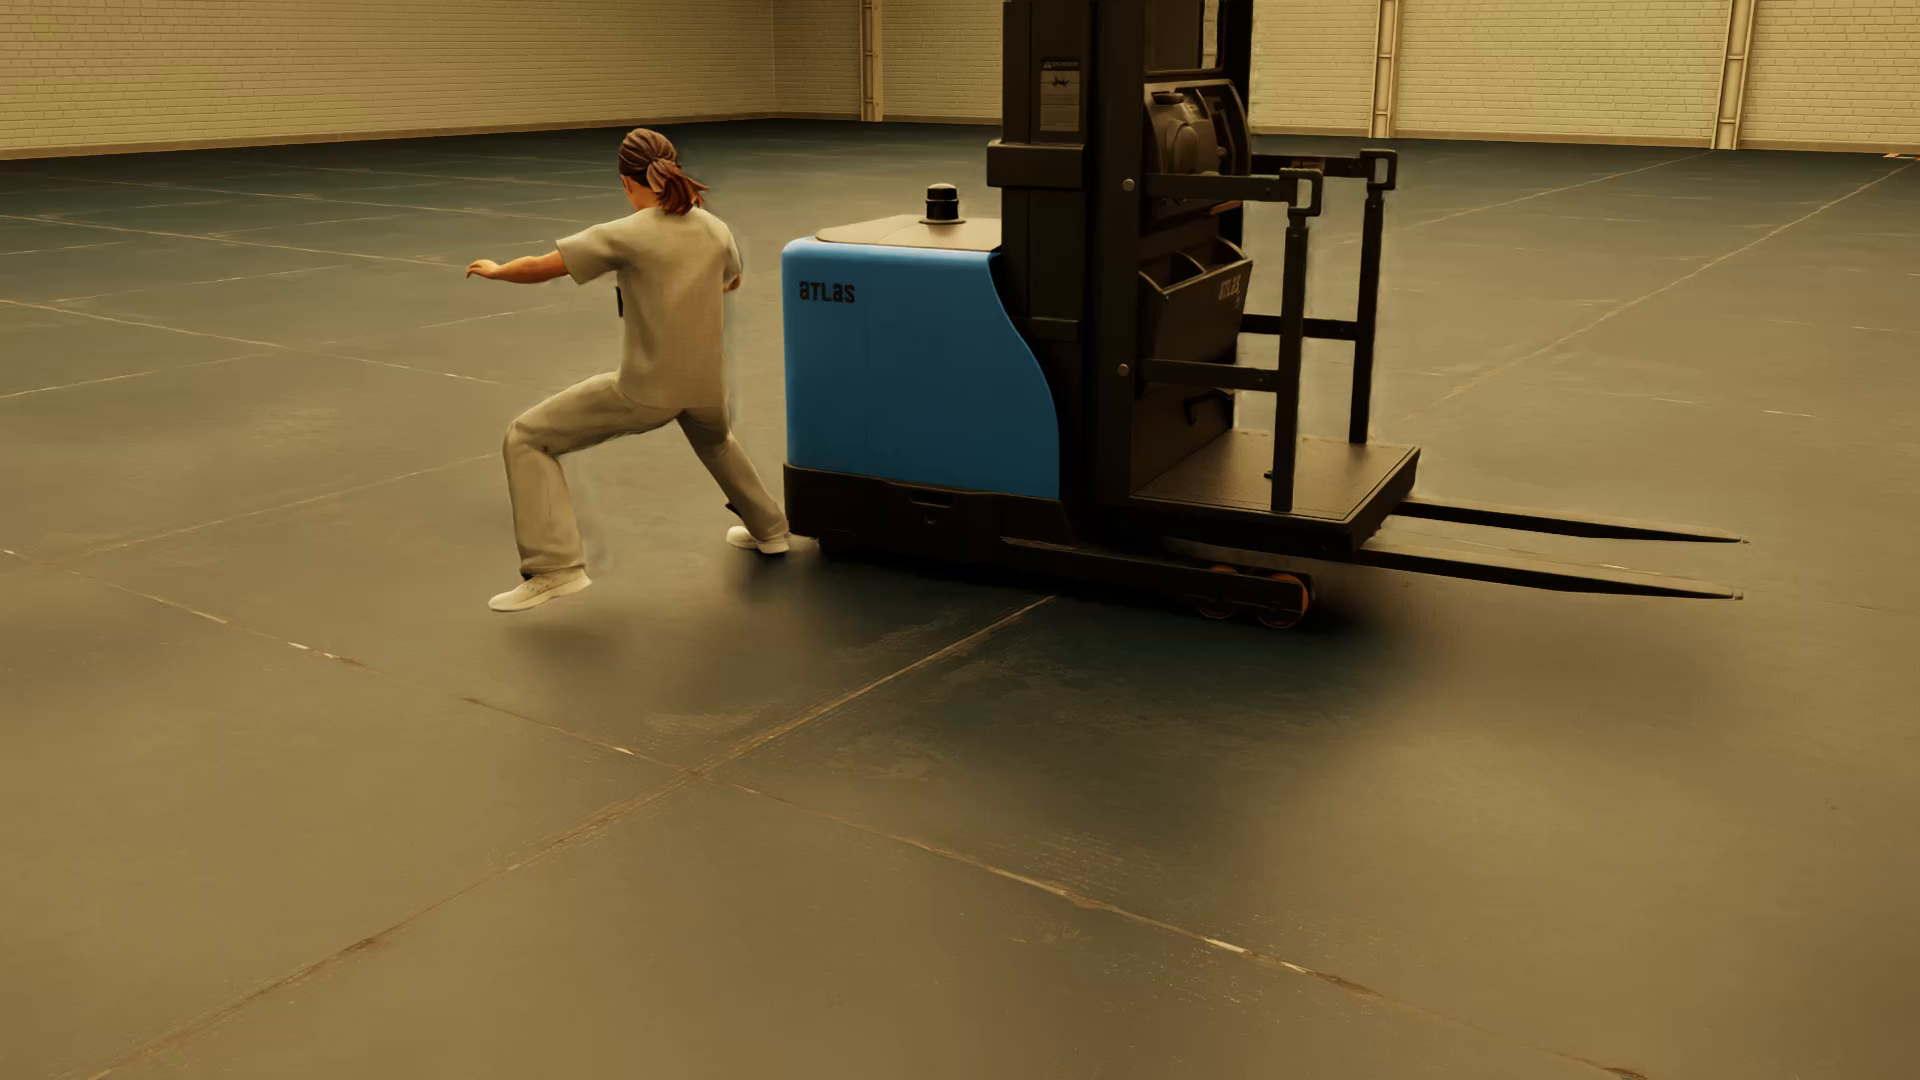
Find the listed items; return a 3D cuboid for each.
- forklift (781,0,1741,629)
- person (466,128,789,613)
[{"bbox_3d":[0.942,-1.308,5.207,3.031,2.935,1.130,8,18,25],"label":"forklift"},{"bbox_3d":[-1.025,-0.546,5.239,1.158,1.465,0.620,-12,21,-35],"label":"person"}]
